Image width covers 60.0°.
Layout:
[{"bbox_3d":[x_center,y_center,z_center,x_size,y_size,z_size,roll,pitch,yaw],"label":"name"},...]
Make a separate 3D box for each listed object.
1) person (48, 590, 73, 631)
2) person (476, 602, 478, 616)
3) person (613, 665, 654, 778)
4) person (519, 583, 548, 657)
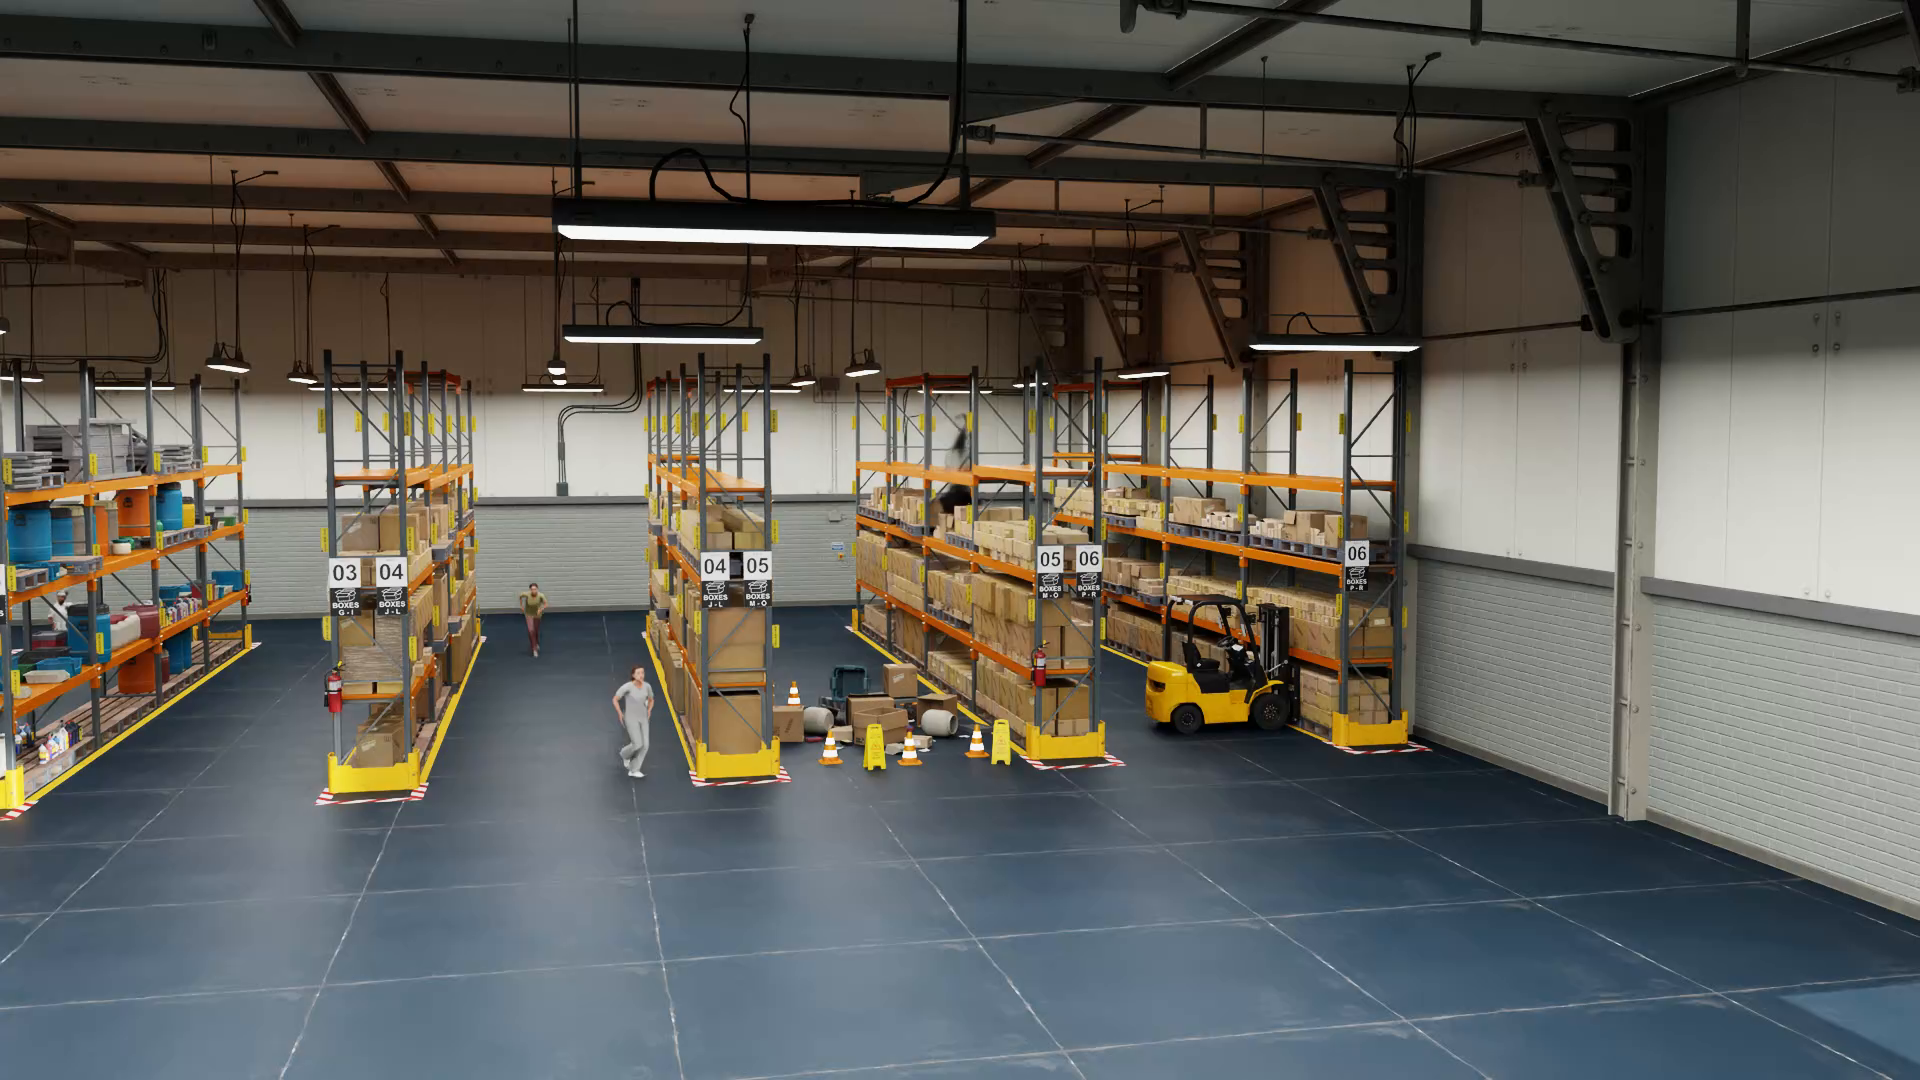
[{"bbox_3d":[-18.202,1.836,33.729,0.569,1.656,0.516,-1,4,-14],"label":"person"},{"bbox_3d":[-11.737,1.498,39.437,0.583,1.552,0.746,-1,4,-11],"label":"person"},{"bbox_3d":[-4.617,2.564,23.623,0.586,1.607,0.595,-3,5,-40],"label":"person"},{"bbox_3d":[-9.275,1.710,36.176,0.616,1.625,1.003,-1,4,-12],"label":"person"}]
